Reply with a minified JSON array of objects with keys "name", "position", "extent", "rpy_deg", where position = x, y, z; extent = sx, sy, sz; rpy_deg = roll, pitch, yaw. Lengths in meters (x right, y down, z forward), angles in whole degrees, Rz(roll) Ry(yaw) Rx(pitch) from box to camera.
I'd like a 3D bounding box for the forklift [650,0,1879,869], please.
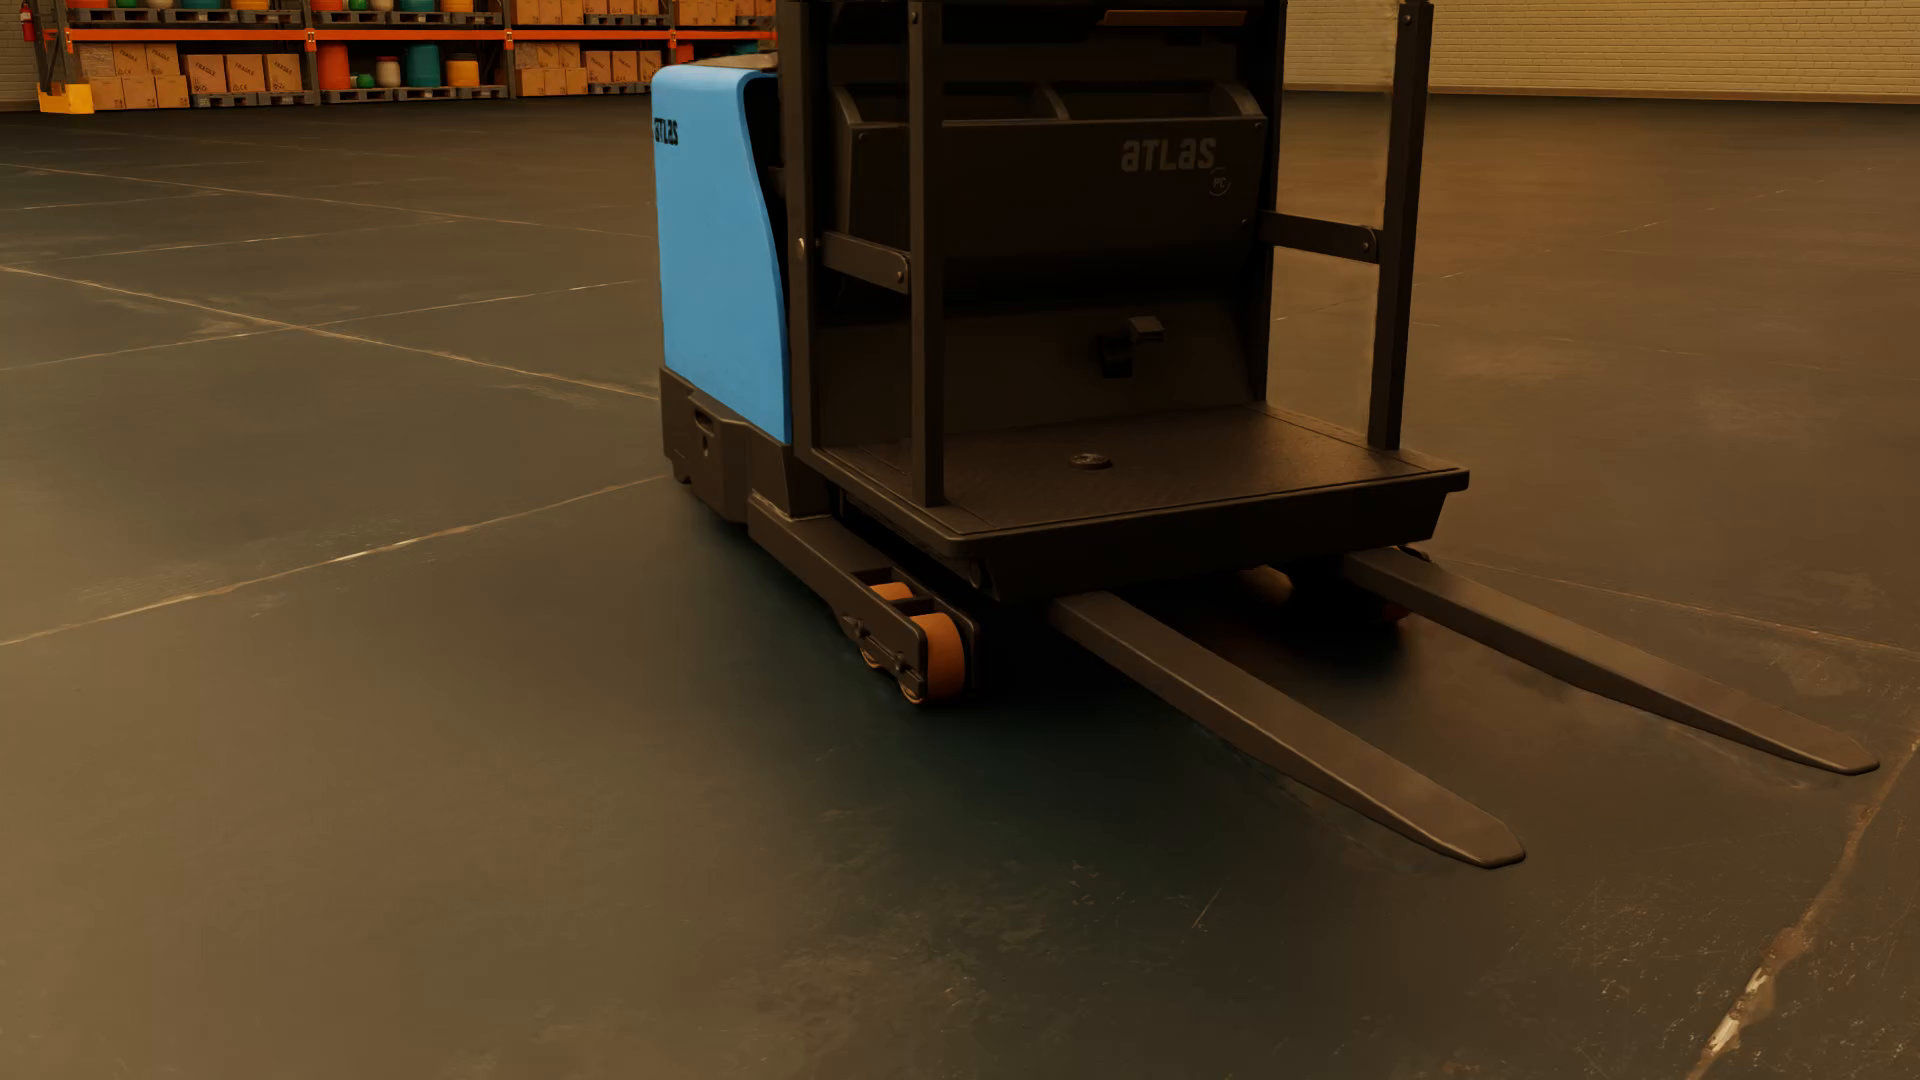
[{"name":"forklift","position":[0.280,-1.251,3.017],"extent":[1.130,2.935,3.031],"rpy_deg":[-8,18,-24]}]
